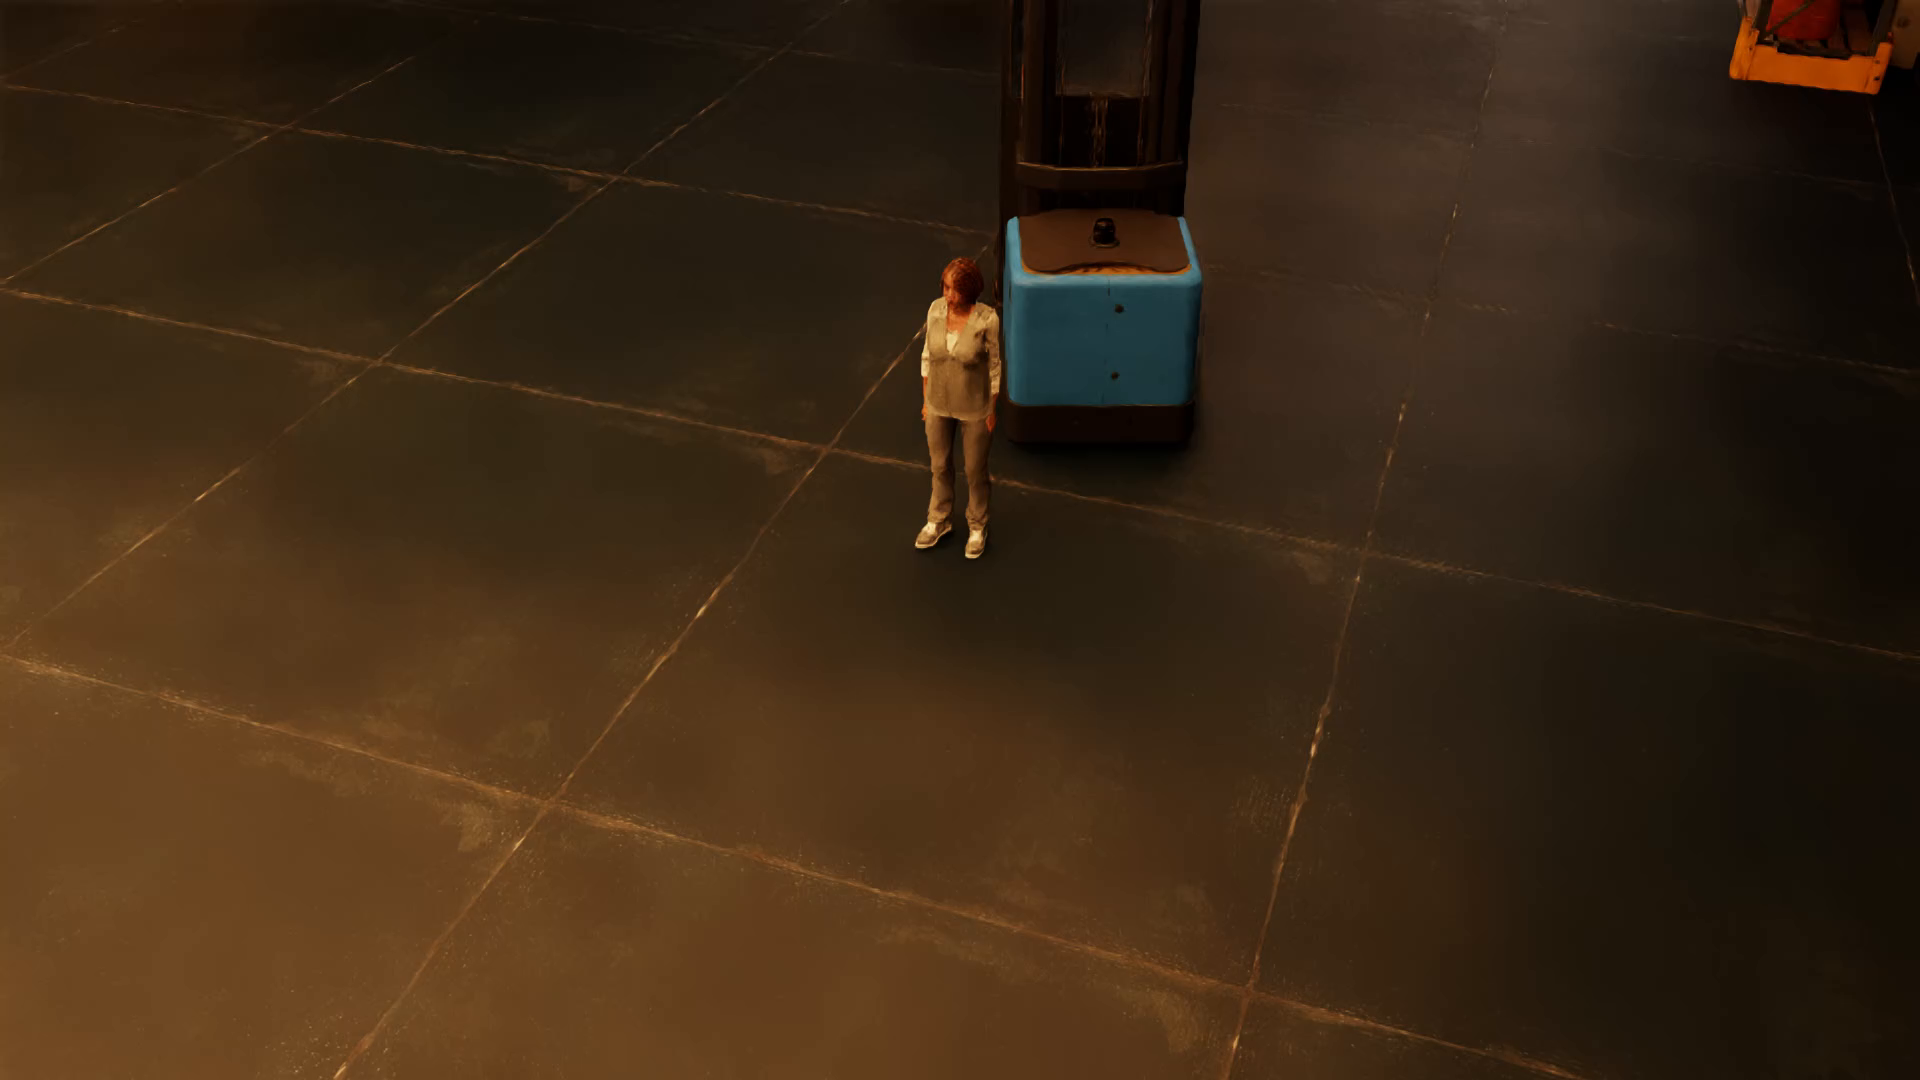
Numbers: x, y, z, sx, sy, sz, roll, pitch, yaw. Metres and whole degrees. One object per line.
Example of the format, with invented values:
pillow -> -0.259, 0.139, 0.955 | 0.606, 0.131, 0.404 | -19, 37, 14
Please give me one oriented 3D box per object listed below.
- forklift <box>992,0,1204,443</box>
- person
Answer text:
forklift -> 0.769, -2.556, 9.717 | 1.130, 2.935, 3.031 | 0, 35, 0
person -> -0.003, -0.648, 8.175 | 0.405, 1.604, 0.310 | 12, 37, 16
